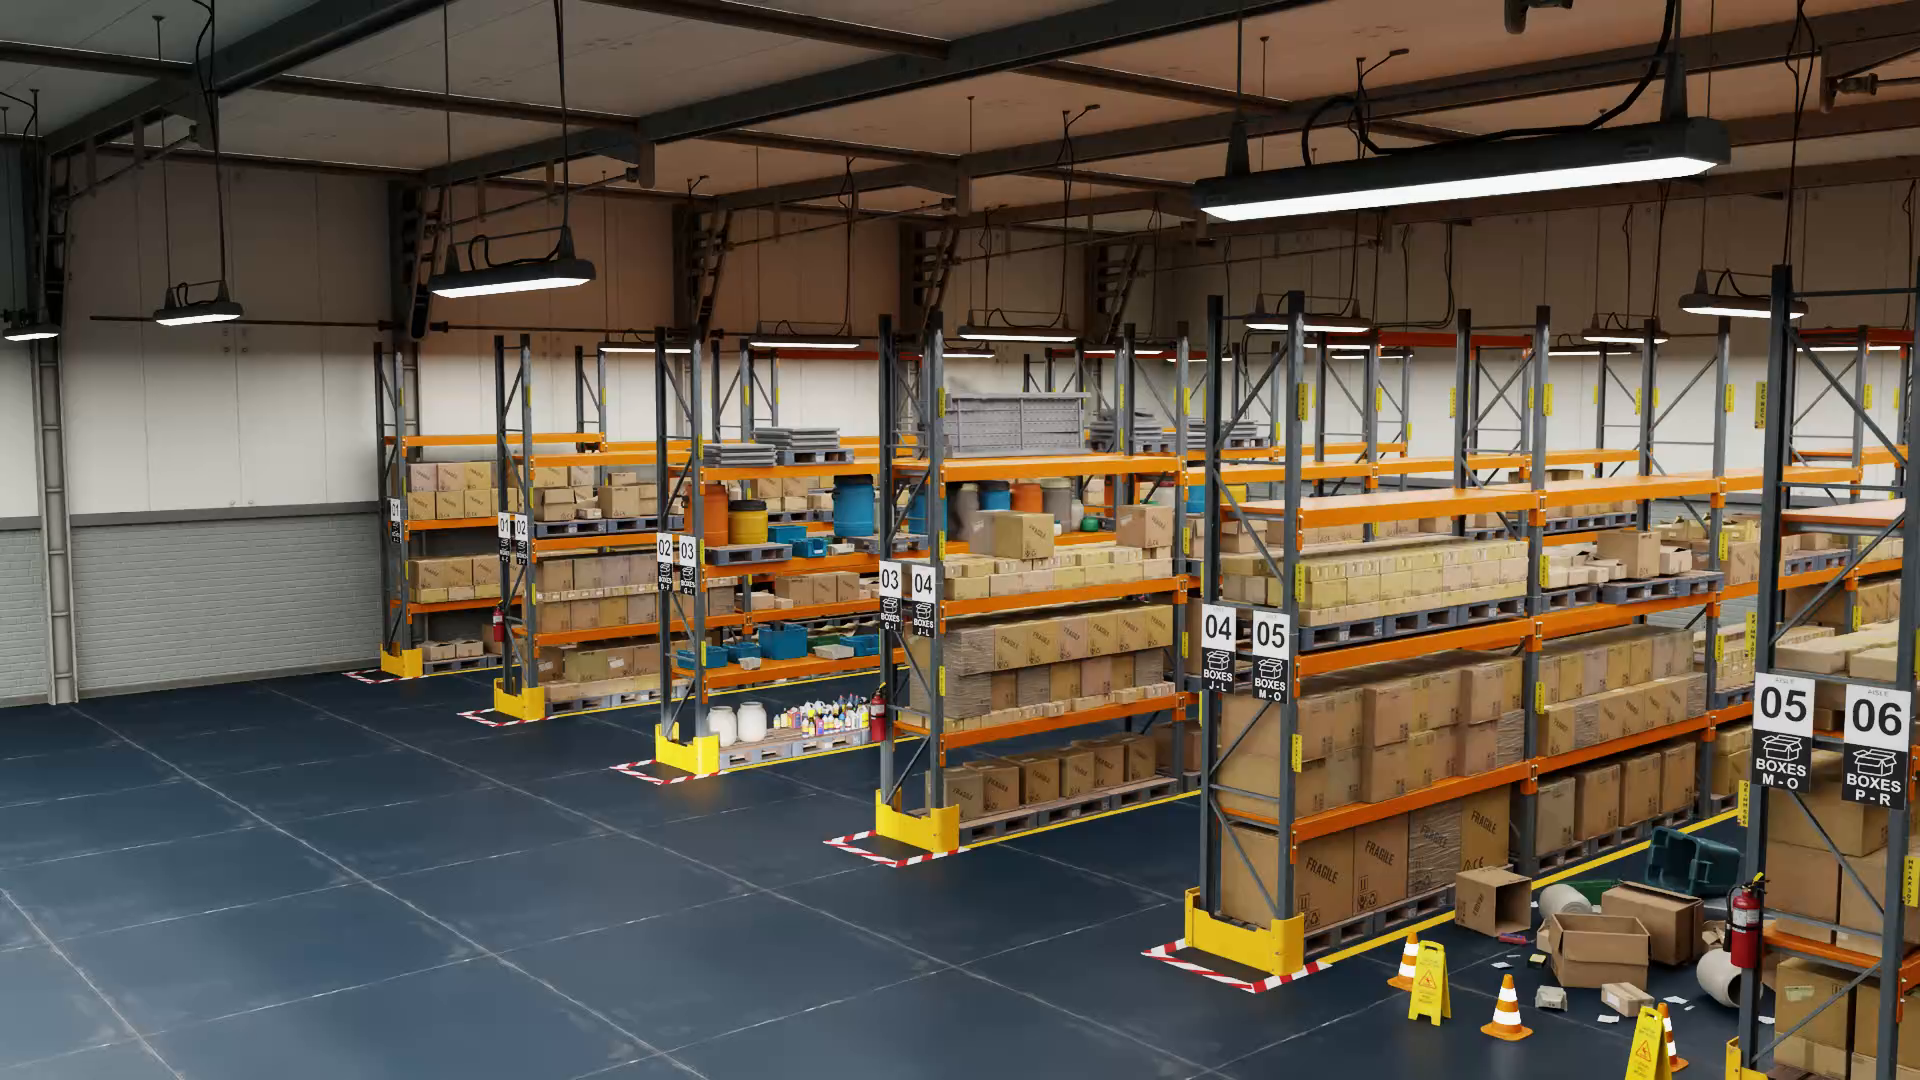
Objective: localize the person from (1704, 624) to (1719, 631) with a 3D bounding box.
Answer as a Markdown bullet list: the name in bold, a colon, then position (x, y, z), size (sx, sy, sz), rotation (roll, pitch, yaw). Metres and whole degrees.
- **person**: position (11.157, 2.081, 24.628), size (0.868, 1.721, 0.597), rotation (-4, 6, -36)
